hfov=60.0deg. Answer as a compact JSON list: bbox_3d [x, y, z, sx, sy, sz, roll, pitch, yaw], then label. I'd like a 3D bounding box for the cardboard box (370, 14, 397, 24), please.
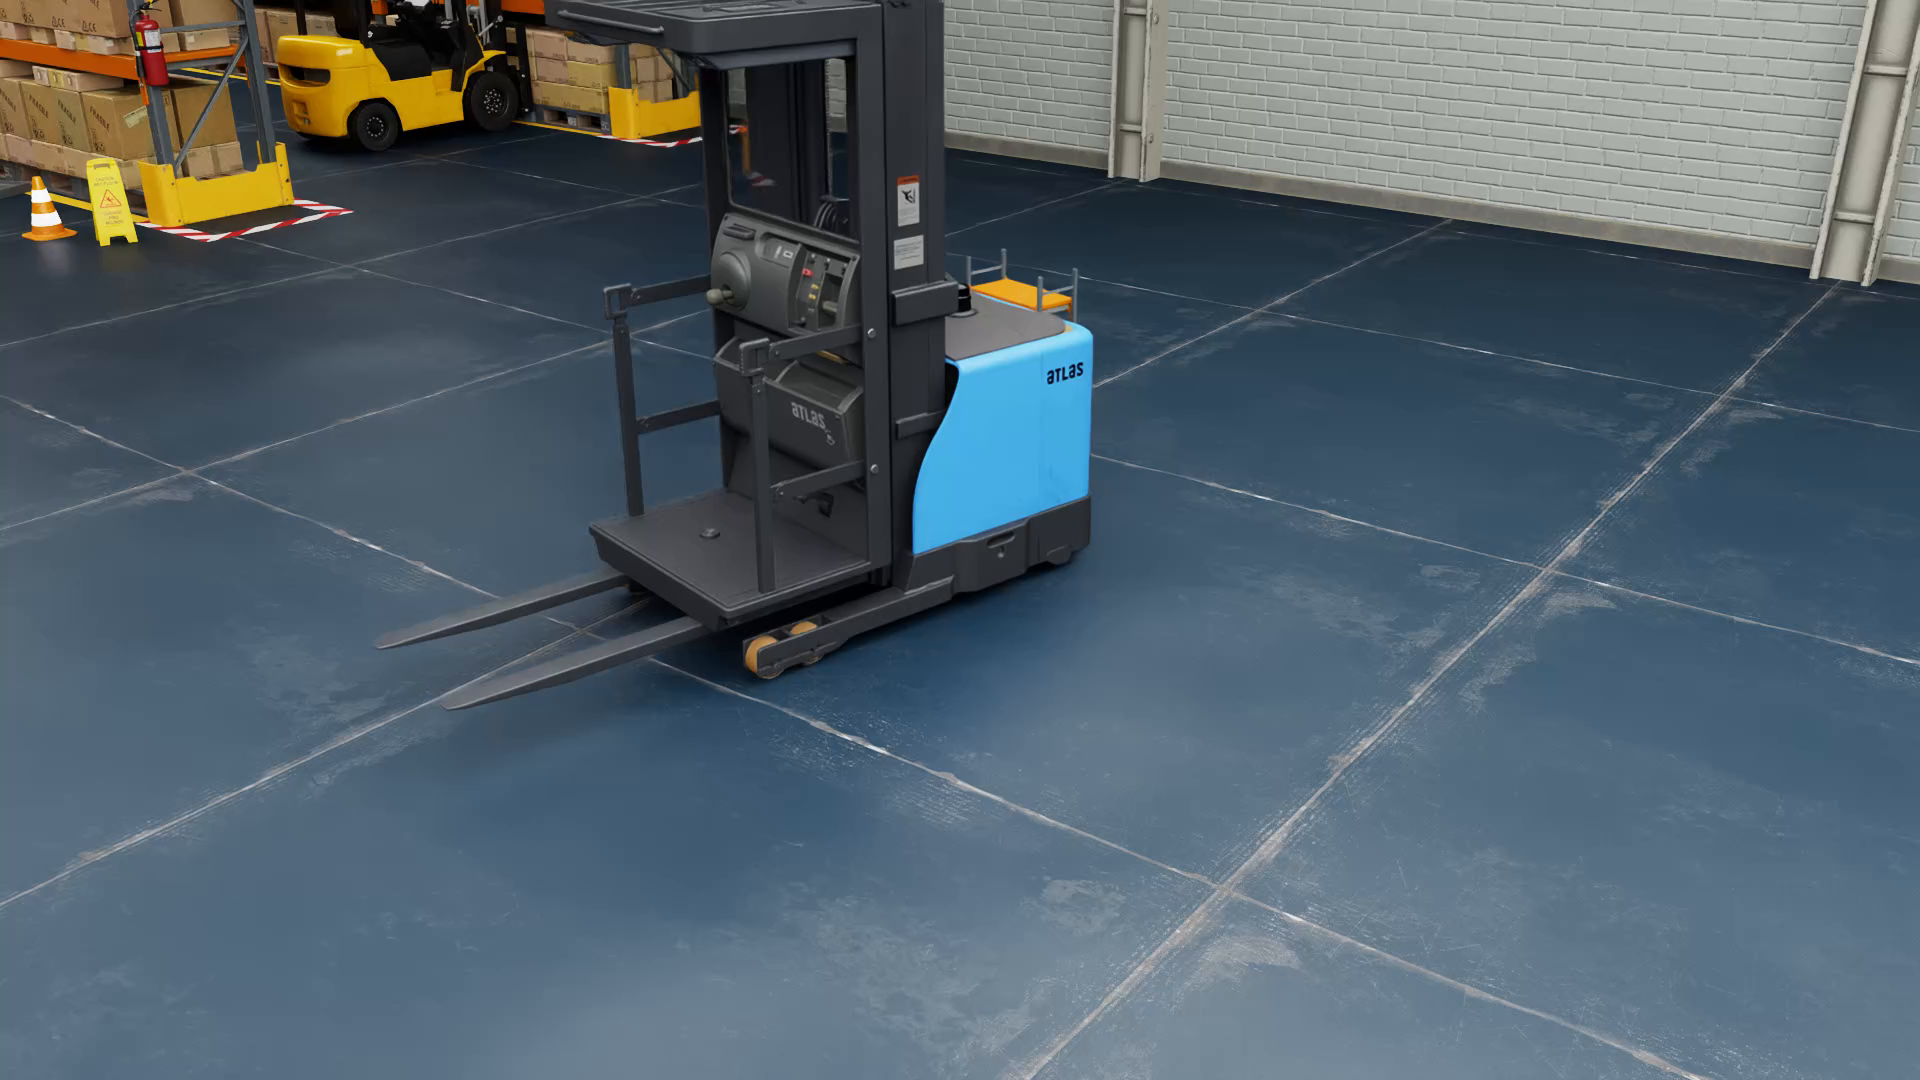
[{"bbox_3d":[-6.798,-5.916,19.880,0.625,0.625,0.875,18,30,36],"label":"cardboard box"}]

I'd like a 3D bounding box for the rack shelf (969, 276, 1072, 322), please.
[{"bbox_3d":[0.283,-1.093,7.769,0.258,0.148,0.480,-19,30,-37],"label":"rack shelf"}]

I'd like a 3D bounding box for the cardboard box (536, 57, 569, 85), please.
[{"bbox_3d":[-4.145,-5.025,17.703,0.500,0.250,0.500,16,29,33],"label":"cardboard box"}]

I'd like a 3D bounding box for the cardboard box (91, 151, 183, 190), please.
[{"bbox_3d":[-6.975,-3.166,14.105,0.500,0.250,0.500,17,29,33],"label":"cardboard box"}]

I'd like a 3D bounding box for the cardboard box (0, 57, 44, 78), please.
[{"bbox_3d":[-8.344,-4.192,14.698,0.250,0.149,0.380,19,30,36],"label":"cardboard box"}]

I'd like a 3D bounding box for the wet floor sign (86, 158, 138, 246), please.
[{"bbox_3d":[-6.637,-2.649,12.963,0.267,0.644,0.232,-15,28,-30],"label":"wet floor sign"}]

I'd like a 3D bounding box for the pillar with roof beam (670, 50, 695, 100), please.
[{"bbox_3d":[-5.772,-7.536,13.693,0.400,9.000,9.100,17,29,33],"label":"pillar with roof beam"}]

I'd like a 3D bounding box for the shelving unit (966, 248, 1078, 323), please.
[{"bbox_3d":[0.283,-0.734,7.927,0.258,1.200,0.503,-19,30,-37],"label":"shelving unit"}]

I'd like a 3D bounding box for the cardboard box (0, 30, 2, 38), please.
[{"bbox_3d":[-8.270,-4.478,14.505,0.250,0.149,0.380,17,29,34],"label":"cardboard box"}]

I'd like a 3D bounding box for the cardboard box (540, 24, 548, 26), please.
[{"bbox_3d":[-4.240,-5.533,18.237,0.500,0.250,0.500,17,29,33],"label":"cardboard box"}]

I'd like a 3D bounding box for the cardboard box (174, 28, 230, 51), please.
[{"bbox_3d":[-6.295,-4.152,13.765,0.250,0.149,0.380,17,29,33],"label":"cardboard box"}]

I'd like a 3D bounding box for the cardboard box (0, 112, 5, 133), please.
[{"bbox_3d":[-8.602,-4.007,15.083,0.500,0.500,0.500,18,30,35],"label":"cardboard box"}]

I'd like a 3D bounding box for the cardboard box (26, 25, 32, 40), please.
[{"bbox_3d":[-7.786,-4.400,14.328,0.250,0.149,0.380,17,29,33],"label":"cardboard box"}]

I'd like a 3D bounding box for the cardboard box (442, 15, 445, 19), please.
[{"bbox_3d":[-5.772,-5.734,18.693,0.500,0.250,0.500,17,29,33],"label":"cardboard box"}]

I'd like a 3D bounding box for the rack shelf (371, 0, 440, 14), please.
[{"bbox_3d":[-7.974,-6.842,20.451,4.000,0.370,1.077,17,29,33],"label":"rack shelf"}]

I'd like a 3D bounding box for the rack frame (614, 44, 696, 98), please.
[{"bbox_3d":[-3.173,-5.720,17.013,0.127,3.000,1.000,17,29,33],"label":"rack frame"}]

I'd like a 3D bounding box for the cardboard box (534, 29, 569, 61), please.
[{"bbox_3d":[-4.141,-5.244,17.581,0.500,0.250,0.500,17,29,34],"label":"cardboard box"}]

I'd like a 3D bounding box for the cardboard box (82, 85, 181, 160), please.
[{"bbox_3d":[-6.945,-3.505,13.943,0.500,0.500,0.500,17,29,34],"label":"cardboard box"}]

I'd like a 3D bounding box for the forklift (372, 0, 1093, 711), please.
[{"bbox_3d":[-0.861,-1.036,6.465,3.031,2.935,1.130,-19,30,-36],"label":"forklift"}]

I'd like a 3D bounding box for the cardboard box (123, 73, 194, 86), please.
[{"bbox_3d":[-7.067,-3.810,14.636,0.500,0.500,0.500,16,28,31],"label":"cardboard box"}]

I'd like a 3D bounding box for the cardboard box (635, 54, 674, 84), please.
[{"bbox_3d":[-3.425,-5.064,17.792,0.500,0.250,0.500,17,29,34],"label":"cardboard box"}]

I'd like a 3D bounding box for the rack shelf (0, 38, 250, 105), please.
[{"bbox_3d":[-7.748,-4.272,14.619,4.000,0.370,1.077,17,29,33],"label":"rack shelf"}]

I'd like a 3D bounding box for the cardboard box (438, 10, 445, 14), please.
[{"bbox_3d":[-5.864,-6.022,19.348,0.500,0.250,0.500,17,29,34],"label":"cardboard box"}]

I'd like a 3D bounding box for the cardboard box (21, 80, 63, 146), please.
[{"bbox_3d":[-7.764,-3.754,14.509,0.500,0.500,0.500,16,28,32],"label":"cardboard box"}]

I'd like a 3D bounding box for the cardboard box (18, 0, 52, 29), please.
[{"bbox_3d":[-7.543,-4.587,13.947,0.500,0.500,0.500,17,29,33],"label":"cardboard box"}]

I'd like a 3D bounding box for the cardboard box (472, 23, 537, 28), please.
[{"bbox_3d":[-4.952,-5.488,18.134,0.500,0.250,0.500,16,28,32],"label":"cardboard box"}]

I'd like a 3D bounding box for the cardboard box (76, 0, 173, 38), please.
[{"bbox_3d":[-6.747,-4.342,13.392,0.500,0.500,0.500,16,29,32],"label":"cardboard box"}]

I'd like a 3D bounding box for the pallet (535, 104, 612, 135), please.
[{"bbox_3d":[-3.810,-4.616,17.964,1.213,0.211,1.003,17,29,33],"label":"pallet"}]

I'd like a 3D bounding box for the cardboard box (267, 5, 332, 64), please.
[{"bbox_3d":[-8.017,-6.287,20.723,0.625,0.625,0.875,15,28,31],"label":"cardboard box"}]

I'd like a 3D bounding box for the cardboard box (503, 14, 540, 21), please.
[{"bbox_3d":[-5.053,-5.778,18.793,0.500,0.250,0.500,17,29,34],"label":"cardboard box"}]

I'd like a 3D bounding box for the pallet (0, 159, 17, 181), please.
[{"bbox_3d":[-8.789,-3.658,15.791,1.213,0.211,1.003,17,29,33],"label":"pallet"}]

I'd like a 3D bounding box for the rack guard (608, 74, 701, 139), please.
[{"bbox_3d":[-3.154,-4.571,17.503,0.348,0.500,1.175,17,29,33],"label":"rack guard"}]

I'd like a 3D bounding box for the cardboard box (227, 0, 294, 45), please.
[{"bbox_3d":[-9.084,-6.605,21.445,0.625,0.625,0.875,18,29,35],"label":"cardboard box"}]

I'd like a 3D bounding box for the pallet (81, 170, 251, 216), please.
[{"bbox_3d":[-6.837,-3.068,14.452,1.213,0.211,1.003,17,29,33],"label":"pallet"}]

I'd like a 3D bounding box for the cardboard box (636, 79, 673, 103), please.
[{"bbox_3d":[-3.449,-4.836,17.895,0.500,0.250,0.500,17,29,34],"label":"cardboard box"}]

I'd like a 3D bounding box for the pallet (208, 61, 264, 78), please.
[{"bbox_3d":[-8.939,-6.167,21.485,1.213,0.211,1.003,17,29,33],"label":"pallet"}]

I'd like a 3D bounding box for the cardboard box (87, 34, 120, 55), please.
[{"bbox_3d":[-6.844,-4.050,13.533,0.250,0.149,0.380,16,29,33],"label":"cardboard box"}]

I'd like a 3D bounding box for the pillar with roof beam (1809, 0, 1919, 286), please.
[{"bbox_3d":[3.831,-4.634,7.107,0.400,9.000,9.100,17,29,33],"label":"pillar with roof beam"}]

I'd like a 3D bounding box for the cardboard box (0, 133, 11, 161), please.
[{"bbox_3d":[-8.604,-3.664,15.235,0.500,0.250,0.500,19,30,36],"label":"cardboard box"}]

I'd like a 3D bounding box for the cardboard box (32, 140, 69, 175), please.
[{"bbox_3d":[-7.787,-3.413,14.665,0.500,0.250,0.500,16,28,31],"label":"cardboard box"}]

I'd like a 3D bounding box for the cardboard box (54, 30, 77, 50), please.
[{"bbox_3d":[-7.260,-4.171,13.808,0.250,0.149,0.380,17,29,34],"label":"cardboard box"}]

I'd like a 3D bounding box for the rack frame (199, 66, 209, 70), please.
[{"bbox_3d":[-9.575,-7.655,21.403,0.127,3.000,1.000,17,29,33],"label":"rack frame"}]

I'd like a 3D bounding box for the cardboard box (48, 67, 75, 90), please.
[{"bbox_3d":[-7.478,-3.930,14.105,0.250,0.149,0.380,17,29,34],"label":"cardboard box"}]

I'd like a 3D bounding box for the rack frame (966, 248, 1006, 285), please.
[{"bbox_3d":[0.124,-0.808,8.097,0.240,1.200,0.015,-19,30,-37],"label":"rack frame"}]

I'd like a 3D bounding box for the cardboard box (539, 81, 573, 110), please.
[{"bbox_3d":[-4.131,-4.789,17.789,0.500,0.250,0.500,17,29,33],"label":"cardboard box"}]

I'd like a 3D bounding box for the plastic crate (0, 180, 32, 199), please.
[{"bbox_3d":[-8.583,-3.105,14.698,0.583,0.080,0.402,7,25,15],"label":"plastic crate"}]
